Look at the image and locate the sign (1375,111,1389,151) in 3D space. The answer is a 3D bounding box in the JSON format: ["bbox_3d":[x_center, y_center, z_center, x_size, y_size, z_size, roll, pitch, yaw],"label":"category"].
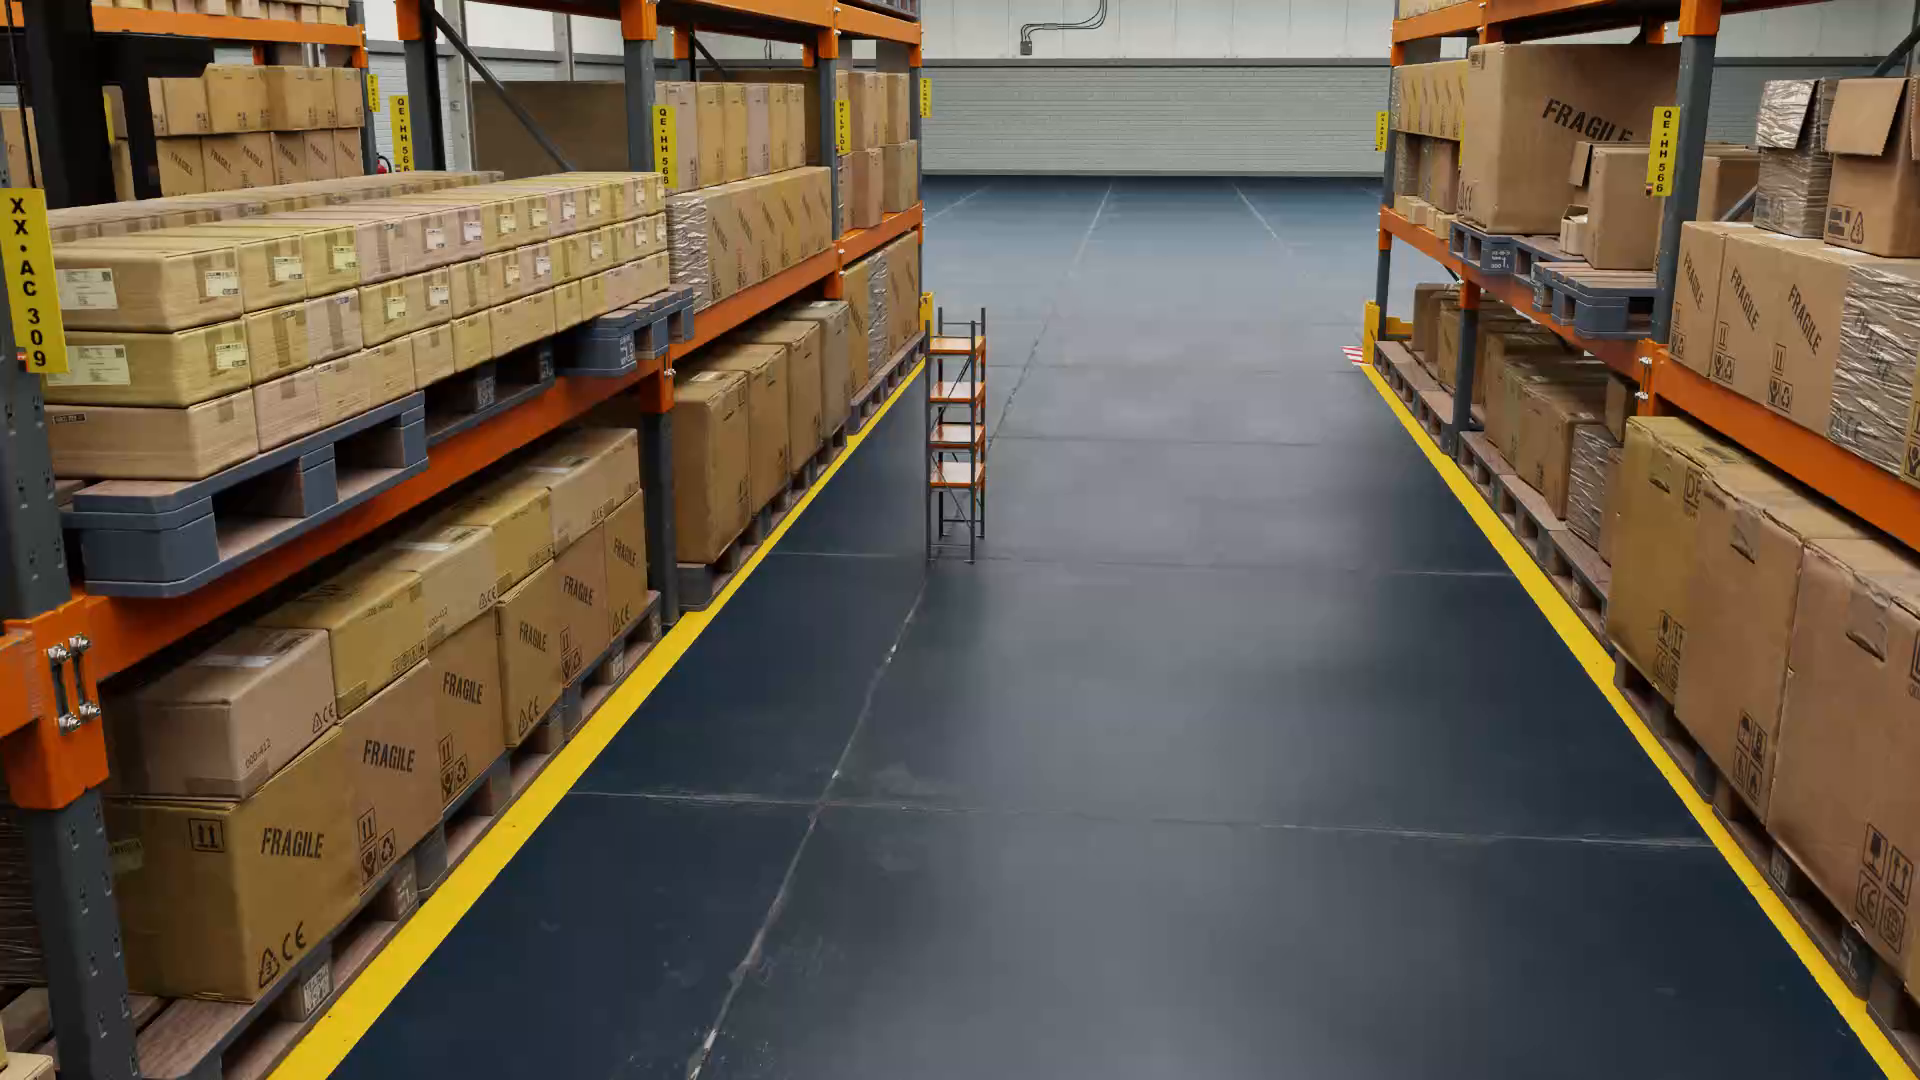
[{"bbox_3d":[3.539,-3.429,13.937,0.100,0.325,0.005,2,15,6],"label":"sign"}]

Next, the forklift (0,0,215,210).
[{"bbox_3d":[-4.001,-1.214,7.538,1.130,2.935,3.031,1,15,2],"label":"forklift"}]

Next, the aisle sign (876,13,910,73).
[{"bbox_3d":[-0.533,-4.432,14.325,0.394,0.787,0.004,2,15,6],"label":"aisle sign"}]

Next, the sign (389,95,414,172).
[{"bbox_3d":[-2.294,-1.667,6.861,0.100,0.325,0.005,2,15,6],"label":"sign"}]

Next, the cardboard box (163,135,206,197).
[{"bbox_3d":[-5.860,-2.678,12.058,0.500,0.500,0.500,2,15,6],"label":"cardboard box"}]

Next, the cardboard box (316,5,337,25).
[{"bbox_3d":[-5.527,-4.447,14.097,0.380,0.149,0.250,2,15,7],"label":"cardboard box"}]

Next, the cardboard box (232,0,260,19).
[{"bbox_3d":[-5.660,-4.113,12.861,0.380,0.149,0.250,2,15,6],"label":"cardboard box"}]

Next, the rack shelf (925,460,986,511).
[{"bbox_3d":[-0.019,-0.280,8.416,0.258,0.148,0.480,2,15,6],"label":"rack shelf"}]

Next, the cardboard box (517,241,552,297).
[{"bbox_3d":[-1.488,-0.841,5.134,0.380,0.149,0.250,2,15,8],"label":"cardboard box"}]

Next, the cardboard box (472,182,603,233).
[{"bbox_3d":[-1.428,-1.118,5.587,0.380,0.149,0.250,2,15,8],"label":"cardboard box"}]

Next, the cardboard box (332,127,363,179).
[{"bbox_3d":[-5.556,-3.330,14.468,0.500,0.500,0.500,1,15,5],"label":"cardboard box"}]

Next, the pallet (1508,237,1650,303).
[{"bbox_3d":[3.358,-1.342,8.246,1.003,0.211,1.213,2,15,6],"label":"pallet"}]

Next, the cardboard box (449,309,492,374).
[{"bbox_3d":[-1.550,-0.564,4.677,0.380,0.149,0.250,1,15,5],"label":"cardboard box"}]

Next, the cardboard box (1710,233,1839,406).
[{"bbox_3d":[2.794,-0.716,5.374,0.500,0.500,0.500,1,15,5],"label":"cardboard box"}]

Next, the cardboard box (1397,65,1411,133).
[{"bbox_3d":[3.682,-3.405,12.832,0.500,0.500,0.500,2,15,6],"label":"cardboard box"}]

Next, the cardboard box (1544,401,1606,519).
[{"bbox_3d":[3.338,-0.392,8.310,0.700,0.500,0.500,3,15,11],"label":"cardboard box"}]

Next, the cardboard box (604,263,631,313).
[{"bbox_3d":[-1.399,-0.901,5.925,0.380,0.149,0.250,2,15,7],"label":"cardboard box"}]

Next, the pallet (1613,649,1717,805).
[{"bbox_3d":[3.011,0.628,5.934,1.003,0.211,1.213,2,15,6],"label":"pallet"}]

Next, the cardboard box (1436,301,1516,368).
[{"bbox_3d":[3.868,-1.512,12.490,0.500,0.500,0.500,3,15,11],"label":"cardboard box"}]

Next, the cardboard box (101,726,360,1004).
[{"bbox_3d":[-1.846,0.765,4.070,0.500,0.500,0.500,2,15,8],"label":"cardboard box"}]

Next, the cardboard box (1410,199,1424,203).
[{"bbox_3d":[3.676,-2.548,12.820,0.380,0.149,0.250,2,15,6],"label":"cardboard box"}]

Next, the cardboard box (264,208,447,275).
[{"bbox_3d":[-1.576,-0.782,4.345,0.380,0.149,0.250,2,15,6],"label":"cardboard box"}]

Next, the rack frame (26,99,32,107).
[{"bbox_3d":[-6.220,-2.249,11.234,1.000,3.000,0.127,2,15,6],"label":"rack frame"}]

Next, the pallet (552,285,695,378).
[{"bbox_3d":[-1.716,-0.812,6.285,1.213,0.211,1.003,2,15,6],"label":"pallet"}]

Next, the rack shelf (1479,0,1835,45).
[{"bbox_3d":[3.401,-2.540,7.939,1.077,0.370,4.000,2,15,6],"label":"rack shelf"}]

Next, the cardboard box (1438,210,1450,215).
[{"bbox_3d":[3.549,-2.223,11.619,0.380,0.149,0.250,2,15,6],"label":"cardboard box"}]

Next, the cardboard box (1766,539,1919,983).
[{"bbox_3d":[2.876,0.542,4.177,1.225,0.875,0.875,1,15,4],"label":"cardboard box"}]

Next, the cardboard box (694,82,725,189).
[{"bbox_3d":[-1.570,-2.004,8.219,0.700,0.500,0.500,1,15,5],"label":"cardboard box"}]

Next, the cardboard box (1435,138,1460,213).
[{"bbox_3d":[3.787,-2.526,11.494,0.875,0.500,0.500,2,15,6],"label":"cardboard box"}]

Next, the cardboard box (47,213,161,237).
[{"bbox_3d":[-2.252,-0.738,4.183,0.380,0.149,0.250,2,15,6],"label":"cardboard box"}]

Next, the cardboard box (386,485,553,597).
[{"bbox_3d":[-1.677,-0.003,5.473,0.500,0.250,0.500,2,15,8],"label":"cardboard box"}]

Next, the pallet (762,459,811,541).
[{"bbox_3d":[-1.438,-0.264,9.234,1.003,0.211,1.213,2,15,6],"label":"pallet"}]

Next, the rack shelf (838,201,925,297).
[{"bbox_3d":[-1.065,-2.301,12.804,1.077,0.370,4.000,2,15,6],"label":"rack shelf"}]

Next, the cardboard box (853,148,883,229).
[{"bbox_3d":[-1.043,-2.578,12.163,0.875,0.550,0.550,2,15,6],"label":"cardboard box"}]

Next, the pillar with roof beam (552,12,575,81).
[{"bbox_3d":[-4.690,-12.272,36.806,9.100,9.000,0.400,2,15,6],"label":"pillar with roof beam"}]

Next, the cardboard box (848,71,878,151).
[{"bbox_3d":[-1.070,-3.100,12.025,0.875,0.550,0.550,2,15,6],"label":"cardboard box"}]

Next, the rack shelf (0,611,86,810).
[{"bbox_3d":[-2.419,0.811,1.294,1.077,0.370,4.000,2,15,6],"label":"rack shelf"}]

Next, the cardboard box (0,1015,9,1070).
[{"bbox_3d":[-1.974,0.931,2.989,0.380,0.149,0.250,2,15,8],"label":"cardboard box"}]

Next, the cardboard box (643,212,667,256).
[{"bbox_3d":[-1.345,-1.176,6.371,0.380,0.149,0.250,2,15,7],"label":"cardboard box"}]

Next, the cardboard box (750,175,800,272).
[{"bbox_3d":[-1.198,-1.773,9.280,0.500,0.500,0.500,2,15,7],"label":"cardboard box"}]

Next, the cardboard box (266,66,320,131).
[{"bbox_3d":[-5.629,-3.556,13.390,0.700,0.500,0.500,2,15,6],"label":"cardboard box"}]

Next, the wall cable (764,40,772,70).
[{"bbox_3d":[-6.644,-13.181,46.117,3.097,2.526,0.112,2,15,6],"label":"wall cable"}]

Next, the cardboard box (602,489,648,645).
[{"bbox_3d":[-1.556,0.090,6.567,0.500,0.500,0.500,2,15,6],"label":"cardboard box"}]

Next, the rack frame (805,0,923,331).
[{"bbox_3d":[-0.839,-3.167,14.629,1.000,3.000,0.127,2,15,6],"label":"rack frame"}]

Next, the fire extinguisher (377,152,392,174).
[{"bbox_3d":[-5.298,-3.266,15.141,0.296,0.674,0.183,2,15,6],"label":"fire extinguisher"}]

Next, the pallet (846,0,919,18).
[{"bbox_3d":[-0.912,-4.380,13.536,1.003,0.211,1.213,2,15,6],"label":"pallet"}]

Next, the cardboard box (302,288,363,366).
[{"bbox_3d":[-1.636,-0.503,3.882,0.380,0.149,0.250,2,15,8],"label":"cardboard box"}]

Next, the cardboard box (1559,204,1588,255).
[{"bbox_3d":[3.095,-1.498,7.910,0.396,0.266,0.258,1,15,5],"label":"cardboard box"}]

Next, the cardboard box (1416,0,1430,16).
[{"bbox_3d":[3.655,-3.991,12.215,0.500,0.250,0.500,2,15,6],"label":"cardboard box"}]

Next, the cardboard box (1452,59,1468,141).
[{"bbox_3d":[3.404,-2.757,10.434,0.500,0.500,0.500,2,15,6],"label":"cardboard box"}]

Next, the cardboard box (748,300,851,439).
[{"bbox_3d":[-1.271,-1.083,10.426,1.050,0.750,0.750,2,15,6],"label":"cardboard box"}]

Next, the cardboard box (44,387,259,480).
[{"bbox_3d":[-1.692,-0.225,3.424,0.380,0.149,0.250,1,15,4],"label":"cardboard box"}]

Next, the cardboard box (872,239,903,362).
[{"bbox_3d":[-0.947,-1.938,13.349,0.875,0.875,0.875,1,15,5],"label":"cardboard box"}]

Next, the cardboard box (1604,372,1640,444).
[{"bbox_3d":[3.271,-0.600,7.645,0.500,0.250,0.500,3,16,13],"label":"cardboard box"}]

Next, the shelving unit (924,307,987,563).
[{"bbox_3d":[-0.019,-0.536,8.347,0.258,1.200,0.503,2,15,6],"label":"shelving unit"}]

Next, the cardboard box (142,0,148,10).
[{"bbox_3d":[-5.938,-3.784,11.643,0.380,0.149,0.250,2,15,6],"label":"cardboard box"}]

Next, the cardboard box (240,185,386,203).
[{"bbox_3d":[-2.105,-1.075,5.427,0.380,0.149,0.250,2,15,9],"label":"cardboard box"}]
